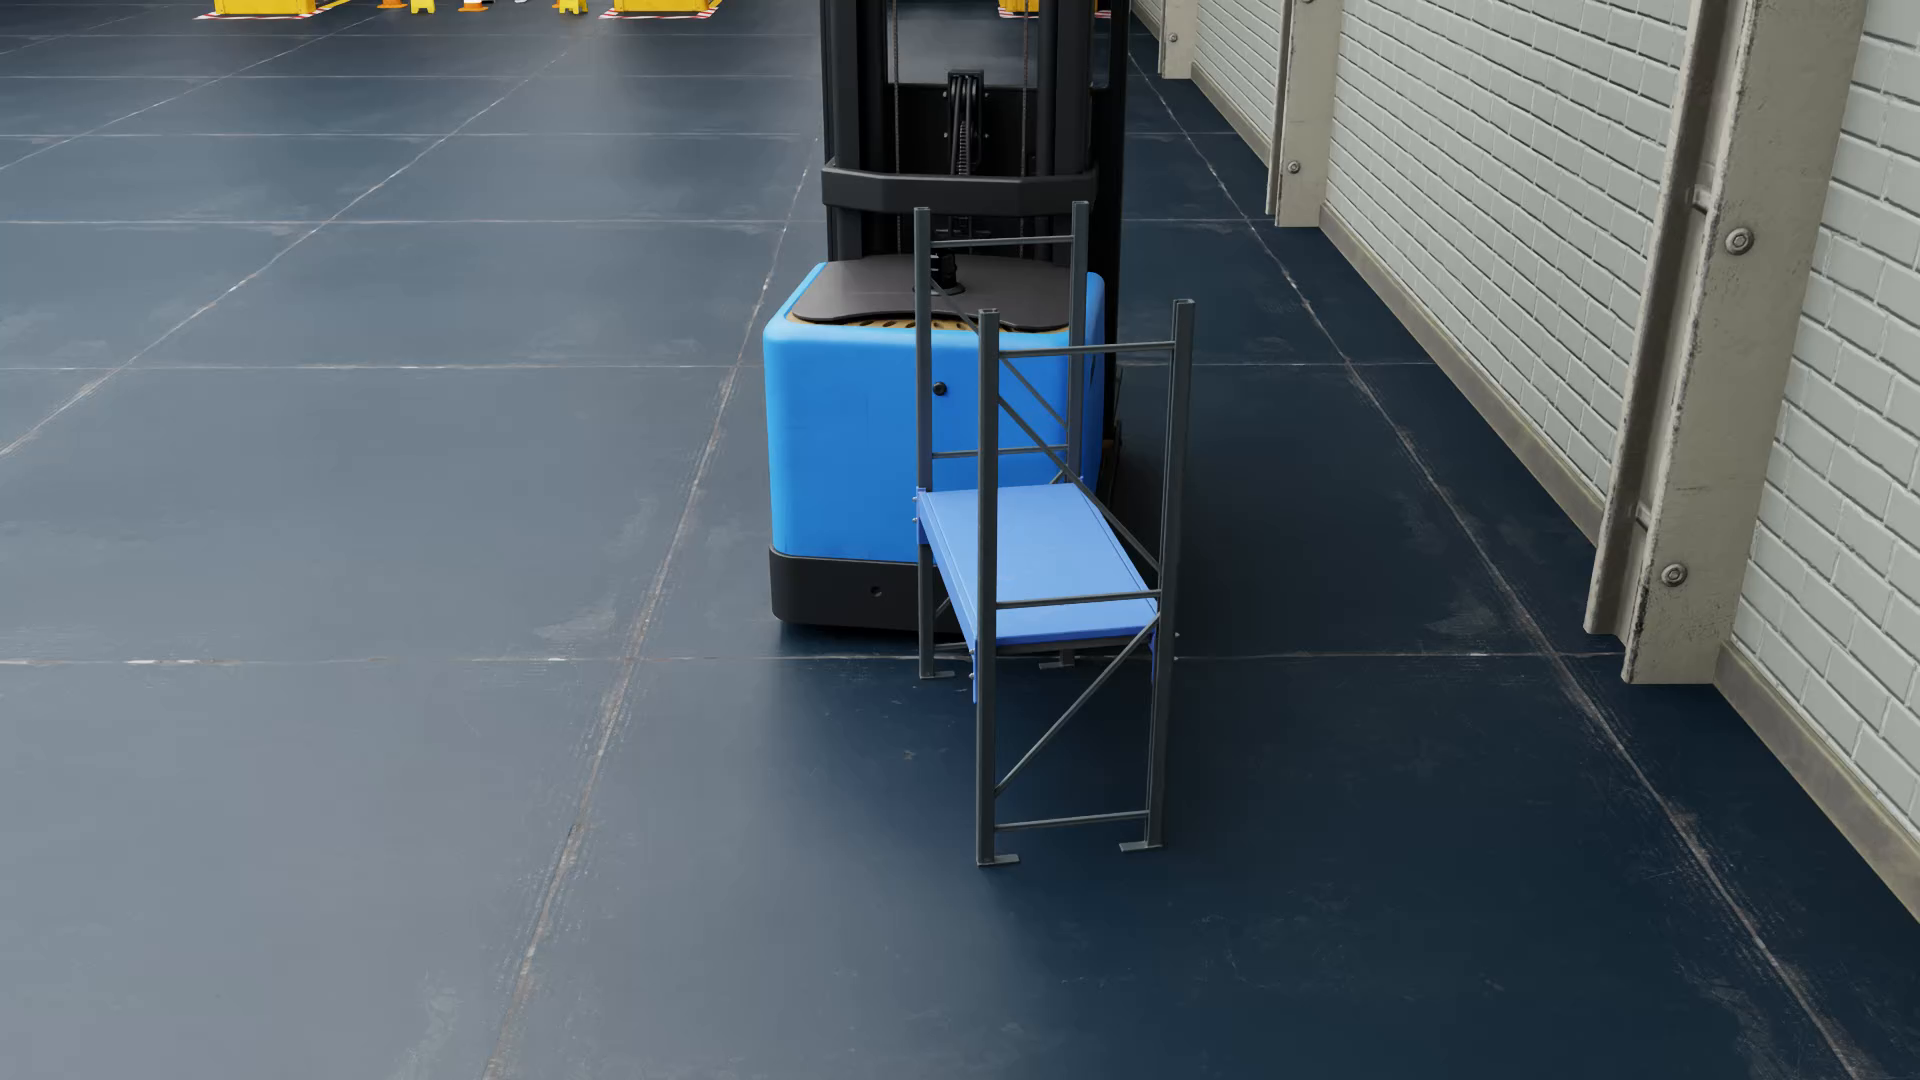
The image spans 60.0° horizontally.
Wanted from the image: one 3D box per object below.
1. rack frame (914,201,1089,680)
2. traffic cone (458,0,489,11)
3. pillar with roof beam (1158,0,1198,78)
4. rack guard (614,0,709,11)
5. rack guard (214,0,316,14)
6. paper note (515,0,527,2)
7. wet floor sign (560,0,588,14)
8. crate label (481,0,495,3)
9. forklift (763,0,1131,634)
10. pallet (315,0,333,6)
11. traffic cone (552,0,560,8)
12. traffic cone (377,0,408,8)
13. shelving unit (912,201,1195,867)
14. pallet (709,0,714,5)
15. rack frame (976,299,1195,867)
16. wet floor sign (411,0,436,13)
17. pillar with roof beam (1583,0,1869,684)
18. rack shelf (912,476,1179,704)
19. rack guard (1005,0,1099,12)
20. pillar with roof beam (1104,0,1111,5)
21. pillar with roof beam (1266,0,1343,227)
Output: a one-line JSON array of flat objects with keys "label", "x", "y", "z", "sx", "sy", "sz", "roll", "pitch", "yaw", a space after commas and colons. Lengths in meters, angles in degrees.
[{"label": "rack frame", "x": 0.119, "y": -0.263, "z": 5.011, "sx": 0.500, "sy": 1.500, "sz": 0.032, "roll": -4, "pitch": 25, "yaw": -9}, {"label": "traffic cone", "x": -6.198, "y": -6.968, "z": 21.096, "sx": 0.336, "sy": 0.463, "sz": 0.334, "roll": 0, "pitch": 24, "yaw": -1}, {"label": "pillar with roof beam", "x": -2.180, "y": -8.654, "z": 14.465, "sx": 9.100, "sy": 9.000, "sz": 0.400, "roll": 0, "pitch": 24, "yaw": -1}, {"label": "rack guard", "x": -3.798, "y": -6.990, "z": 21.099, "sx": 1.175, "sy": 0.500, "sz": 0.348, "roll": 0, "pitch": 24, "yaw": -1}, {"label": "rack guard", "x": -8.746, "y": -6.885, "z": 20.867, "sx": 1.175, "sy": 0.500, "sz": 0.348, "roll": 0, "pitch": 24, "yaw": -1}, {"label": "paper note", "x": -5.798, "y": -7.126, "z": 21.968, "sx": 0.148, "sy": 0.019, "sz": 0.142, "roll": -9, "pitch": 26, "yaw": -19}, {"label": "wet floor sign", "x": -4.865, "y": -6.942, "z": 20.816, "sx": 0.267, "sy": 0.644, "sz": 0.232, "roll": 8, "pitch": 26, "yaw": 18}, {"label": "crate label", "x": -6.269, "y": -7.144, "z": 21.878, "sx": 0.250, "sy": 0.136, "sz": 0.298, "roll": -14, "pitch": 28, "yaw": -28}, {"label": "forklift", "x": 0.085, "y": -1.590, "z": 6.208, "sx": 1.130, "sy": 2.935, "sz": 3.031, "roll": 3, "pitch": 25, "yaw": 7}, {"label": "pallet", "x": -8.833, "y": -7.093, "z": 21.676, "sx": 1.003, "sy": 0.211, "sz": 1.213, "roll": 0, "pitch": 24, "yaw": -1}, {"label": "traffic cone", "x": -5.092, "y": -7.113, "z": 21.416, "sx": 0.336, "sy": 0.463, "sz": 0.334, "roll": 0, "pitch": 24, "yaw": -1}, {"label": "traffic cone", "x": -7.332, "y": -7.103, "z": 21.394, "sx": 0.336, "sy": 0.463, "sz": 0.334, "roll": 0, "pitch": 24, "yaw": -1}, {"label": "shelving unit", "x": 0.205, "y": -0.056, "z": 4.554, "sx": 0.538, "sy": 1.500, "sz": 1.048, "roll": -4, "pitch": 25, "yaw": -9}, {"label": "pallet", "x": -3.772, "y": -7.194, "z": 21.899, "sx": 1.003, "sy": 0.211, "sz": 1.213, "roll": 0, "pitch": 24, "yaw": -1}, {"label": "rack frame", "x": 0.291, "y": 0.150, "z": 4.098, "sx": 0.500, "sy": 1.500, "sz": 0.032, "roll": -4, "pitch": 25, "yaw": -9}, {"label": "wet floor sign", "x": -6.766, "y": -6.958, "z": 20.852, "sx": 0.267, "sy": 0.644, "sz": 0.232, "roll": -4, "pitch": 25, "yaw": -10}, {"label": "pillar with roof beam", "x": -2.049, "y": -3.710, "z": 3.532, "sx": 9.100, "sy": 9.000, "sz": 0.400, "roll": 0, "pitch": 24, "yaw": -1}, {"label": "rack shelf", "x": 0.205, "y": 0.108, "z": 4.628, "sx": 0.538, "sy": 0.185, "sz": 1.000, "roll": -4, "pitch": 25, "yaw": -9}, {"label": "rack guard", "x": 1.166, "y": -6.973, "z": 21.061, "sx": 1.175, "sy": 0.500, "sz": 0.348, "roll": 0, "pitch": 24, "yaw": -1}, {"label": "pillar with roof beam", "x": -2.245, "y": -11.127, "z": 19.932, "sx": 9.100, "sy": 9.000, "sz": 0.400, "roll": 0, "pitch": 24, "yaw": -1}, {"label": "pillar with roof beam", "x": -2.114, "y": -6.182, "z": 8.999, "sx": 9.100, "sy": 9.000, "sz": 0.400, "roll": 0, "pitch": 24, "yaw": -1}]
